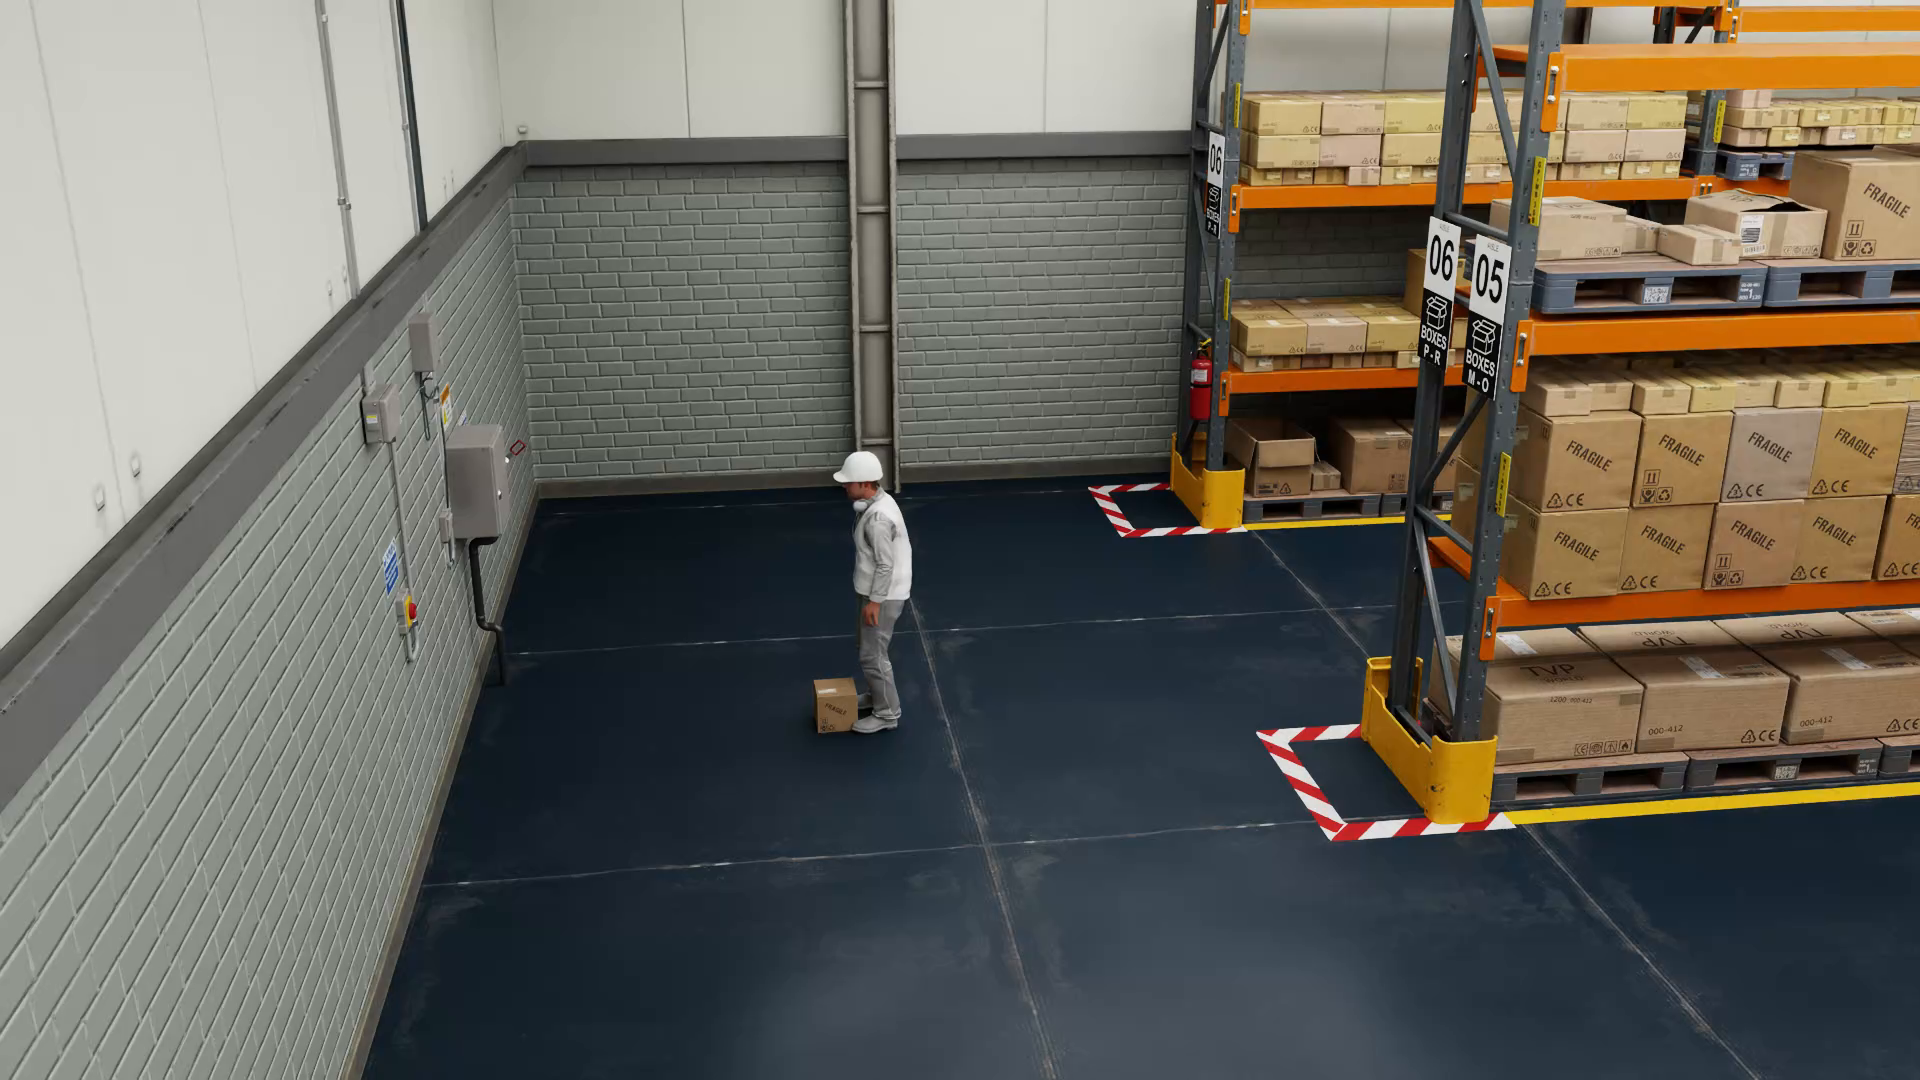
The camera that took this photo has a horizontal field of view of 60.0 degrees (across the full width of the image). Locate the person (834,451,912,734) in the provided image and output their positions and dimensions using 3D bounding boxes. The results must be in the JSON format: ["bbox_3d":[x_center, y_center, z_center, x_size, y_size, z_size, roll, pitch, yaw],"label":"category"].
[{"bbox_3d":[-0.527,0.302,10.197,0.462,1.772,0.580,-3,20,-8],"label":"person"}]
